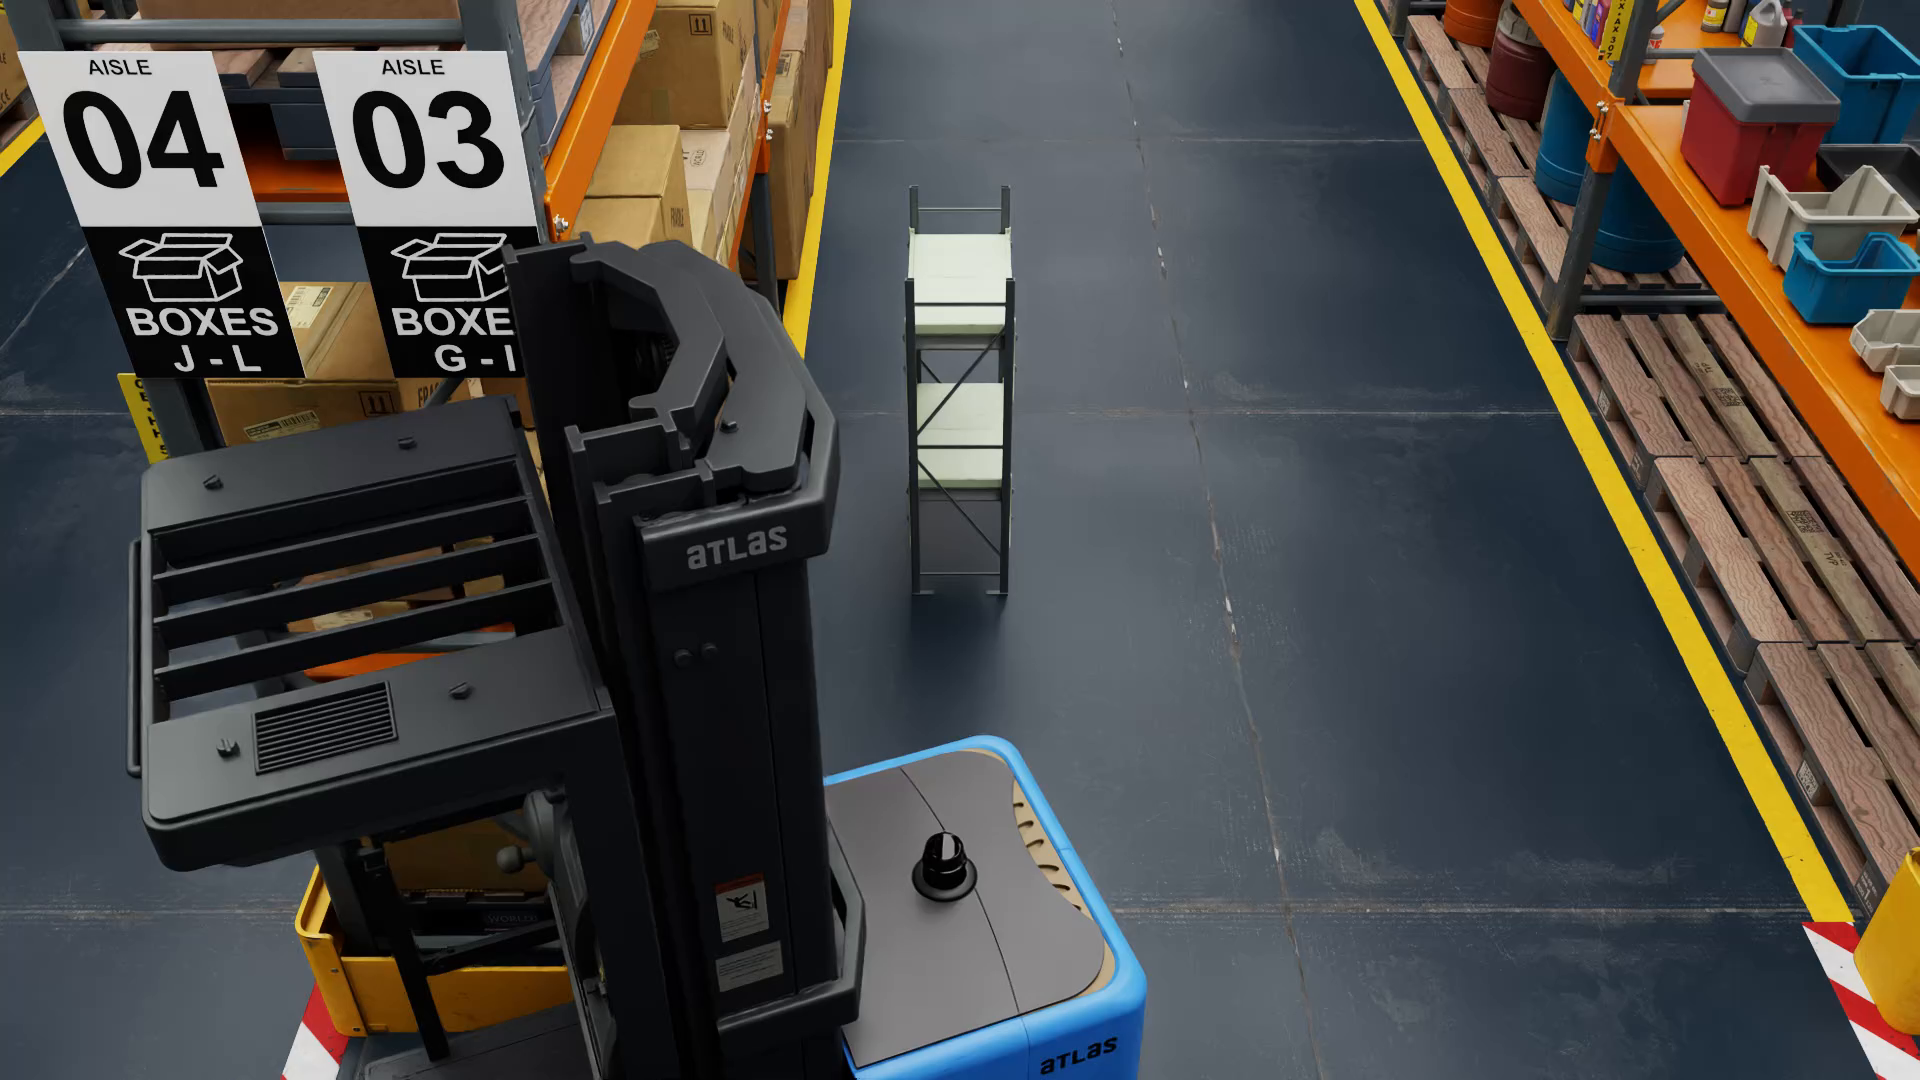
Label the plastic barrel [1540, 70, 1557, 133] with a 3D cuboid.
[{"bbox_3d":[3.632,-2.551,9.688,0.421,0.512,0.421,0,39,0],"label":"plastic barrel"}]

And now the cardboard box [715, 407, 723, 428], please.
[{"bbox_3d":[-1.503,-0.577,6.935,0.875,0.875,0.875,0,39,0],"label":"cardboard box"}]

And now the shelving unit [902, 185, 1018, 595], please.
[{"bbox_3d":[0.000,-0.589,6.786,0.431,1.500,0.755,0,39,0],"label":"shelving unit"}]

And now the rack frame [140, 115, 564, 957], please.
[{"bbox_3d":[-1.421,0.284,4.498,1.000,3.000,0.127,0,39,0],"label":"rack frame"}]

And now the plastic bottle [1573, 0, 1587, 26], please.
[{"bbox_3d":[3.200,-2.777,8.356,0.144,0.351,0.185,0,39,0],"label":"plastic bottle"}]

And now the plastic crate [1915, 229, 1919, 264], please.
[{"bbox_3d":[3.830,-1.053,6.328,0.293,0.136,0.466,0,39,0],"label":"plastic crate"}]

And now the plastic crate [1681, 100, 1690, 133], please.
[{"bbox_3d":[3.385,-1.851,7.324,0.396,0.136,0.243,0,39,0],"label":"plastic crate"}]

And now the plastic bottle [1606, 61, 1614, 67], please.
[{"bbox_3d":[3.204,-2.419,7.969,0.152,0.276,0.135,0,39,0],"label":"plastic bottle"}]

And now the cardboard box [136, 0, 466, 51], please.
[{"bbox_3d":[-1.475,-1.454,3.771,0.700,0.500,0.500,-2,39,-3],"label":"cardboard box"}]

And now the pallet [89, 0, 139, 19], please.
[{"bbox_3d":[-6.315,-4.184,12.302,1.003,0.211,1.213,0,39,0],"label":"pallet"}]

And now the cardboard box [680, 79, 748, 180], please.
[{"bbox_3d":[-1.159,-1.676,6.825,0.500,0.250,0.500,1,39,1],"label":"cardboard box"}]

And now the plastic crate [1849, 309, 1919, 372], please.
[{"bbox_3d":[3.321,-0.691,5.876,0.298,0.136,0.250,0,39,0],"label":"plastic crate"}]

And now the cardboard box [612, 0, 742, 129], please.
[{"bbox_3d":[-1.161,-1.967,6.589,0.500,0.500,0.500,0,39,0],"label":"cardboard box"}]

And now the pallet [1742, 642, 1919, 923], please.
[{"bbox_3d":[3.570,0.852,6.018,1.003,0.211,1.213,0,39,0],"label":"pallet"}]

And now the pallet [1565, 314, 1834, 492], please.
[{"bbox_3d":[3.567,-0.673,7.922,1.003,0.211,1.213,0,39,0],"label":"pallet"}]

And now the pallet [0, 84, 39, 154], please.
[{"bbox_3d":[-6.392,-2.441,10.127,1.003,0.211,1.213,0,39,0],"label":"pallet"}]

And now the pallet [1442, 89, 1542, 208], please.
[{"bbox_3d":[3.564,-2.381,10.052,1.003,0.211,1.213,0,39,0],"label":"pallet"}]

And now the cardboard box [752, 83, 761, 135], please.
[{"bbox_3d":[-1.097,-1.929,7.460,0.380,0.149,0.250,0,39,0],"label":"cardboard box"}]

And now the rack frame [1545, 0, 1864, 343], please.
[{"bbox_3d":[3.528,-2.221,7.623,1.000,3.000,0.127,0,39,0],"label":"rack frame"}]

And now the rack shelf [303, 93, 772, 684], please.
[{"bbox_3d":[-1.423,-0.686,6.283,1.077,0.370,4.000,0,39,0],"label":"rack shelf"}]

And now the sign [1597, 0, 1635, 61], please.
[{"bbox_3d":[2.978,-2.330,7.538,0.100,0.325,0.005,0,39,0],"label":"sign"}]

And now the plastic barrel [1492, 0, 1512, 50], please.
[{"bbox_3d":[3.631,-3.257,10.569,0.421,0.512,0.421,0,39,0],"label":"plastic barrel"}]

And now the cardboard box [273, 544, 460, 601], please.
[{"bbox_3d":[-1.686,-0.077,4.829,0.500,0.250,0.500,-1,39,-1],"label":"cardboard box"}]

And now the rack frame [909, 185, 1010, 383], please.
[{"bbox_3d":[0.000,-0.818,7.072,0.400,1.500,0.023,0,39,0],"label":"rack frame"}]

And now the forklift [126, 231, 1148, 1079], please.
[{"bbox_3d":[-1.082,0.856,3.838,3.031,2.935,1.130,-14,41,-16],"label":"forklift"}]

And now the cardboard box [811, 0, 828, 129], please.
[{"bbox_3d":[-1.456,-3.065,10.039,1.225,0.875,0.875,0,39,0],"label":"cardboard box"}]

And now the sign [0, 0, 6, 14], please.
[{"bbox_3d":[-1.963,-1.210,3.318,0.100,0.325,0.005,0,39,0],"label":"sign"}]

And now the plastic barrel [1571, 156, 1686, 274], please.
[{"bbox_3d":[3.544,-1.907,8.573,0.600,0.901,0.708,0,39,0],"label":"plastic barrel"}]

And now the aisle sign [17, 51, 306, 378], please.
[{"bbox_3d":[-1.720,-0.686,3.628,0.394,0.787,0.004,0,39,0],"label":"aisle sign"}]

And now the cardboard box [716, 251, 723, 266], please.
[{"bbox_3d":[-1.096,-0.967,6.258,0.380,0.149,0.250,1,39,1],"label":"cardboard box"}]

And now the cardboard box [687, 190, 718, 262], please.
[{"bbox_3d":[-1.161,-1.040,6.031,0.500,0.250,0.500,-1,39,-1],"label":"cardboard box"}]

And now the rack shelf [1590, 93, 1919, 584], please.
[{"bbox_3d":[3.530,-0.690,6.288,1.077,0.370,4.000,0,39,0],"label":"rack shelf"}]

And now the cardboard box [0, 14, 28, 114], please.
[{"bbox_3d":[-6.114,-2.901,10.134,0.500,0.500,0.500,-2,39,-2],"label":"cardboard box"}]

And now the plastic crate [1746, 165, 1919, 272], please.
[{"bbox_3d":[3.345,-1.244,6.450,0.437,0.282,0.530,0,39,0],"label":"plastic crate"}]

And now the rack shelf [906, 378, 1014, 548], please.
[{"bbox_3d":[0.000,-0.335,6.990,0.431,0.370,0.720,0,39,0],"label":"rack shelf"}]

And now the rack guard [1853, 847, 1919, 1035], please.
[{"bbox_3d":[3.545,1.270,5.265,1.175,0.500,0.348,0,39,0],"label":"rack guard"}]

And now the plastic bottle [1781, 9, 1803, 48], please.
[{"bbox_3d":[3.954,-2.405,7.946,0.061,0.283,0.133,0,39,0],"label":"plastic bottle"}]

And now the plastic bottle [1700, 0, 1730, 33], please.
[{"bbox_3d":[3.783,-2.651,8.318,0.097,0.201,0.097,0,39,0],"label":"plastic bottle"}]

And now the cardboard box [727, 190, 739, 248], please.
[{"bbox_3d":[-1.096,-1.286,6.657,0.380,0.149,0.250,1,39,1],"label":"cardboard box"}]

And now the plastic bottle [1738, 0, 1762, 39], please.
[{"bbox_3d":[3.935,-2.617,8.220,0.097,0.271,0.097,0,39,0],"label":"plastic bottle"}]

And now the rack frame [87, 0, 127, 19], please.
[{"bbox_3d":[-6.390,-4.779,10.815,1.000,3.000,0.127,0,39,0],"label":"rack frame"}]

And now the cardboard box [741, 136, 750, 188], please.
[{"bbox_3d":[-1.097,-1.608,7.059,0.380,0.149,0.250,-1,39,-1],"label":"cardboard box"}]

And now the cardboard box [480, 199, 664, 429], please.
[{"bbox_3d":[-1.152,-0.680,4.982,0.500,0.500,0.500,-1,39,-1],"label":"cardboard box"}]

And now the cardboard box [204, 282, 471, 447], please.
[{"bbox_3d":[-1.684,-0.371,4.597,0.500,0.500,0.500,0,39,1],"label":"cardboard box"}]

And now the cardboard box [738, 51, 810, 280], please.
[{"bbox_3d":[-1.446,-1.953,8.651,1.225,0.875,0.875,0,39,0],"label":"cardboard box"}]

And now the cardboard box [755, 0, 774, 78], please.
[{"bbox_3d":[-1.176,-2.545,7.947,0.500,0.500,0.500,0,39,0],"label":"cardboard box"}]

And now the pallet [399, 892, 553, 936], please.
[{"bbox_3d":[-1.500,0.872,5.993,1.003,0.211,1.213,0,39,0],"label":"pallet"}]

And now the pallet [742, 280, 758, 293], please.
[{"bbox_3d":[-1.501,-1.612,9.093,1.003,0.211,1.213,0,39,0],"label":"pallet"}]

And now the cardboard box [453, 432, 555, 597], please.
[{"bbox_3d":[-1.151,-0.074,4.826,0.500,0.250,0.500,-1,39,-1],"label":"cardboard box"}]

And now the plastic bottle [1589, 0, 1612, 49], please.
[{"bbox_3d":[3.158,-2.567,8.148,0.061,0.283,0.133,0,39,0],"label":"plastic bottle"}]

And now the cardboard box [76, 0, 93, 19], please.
[{"bbox_3d":[-6.128,-3.556,10.952,0.500,0.500,0.500,0,39,0],"label":"cardboard box"}]
